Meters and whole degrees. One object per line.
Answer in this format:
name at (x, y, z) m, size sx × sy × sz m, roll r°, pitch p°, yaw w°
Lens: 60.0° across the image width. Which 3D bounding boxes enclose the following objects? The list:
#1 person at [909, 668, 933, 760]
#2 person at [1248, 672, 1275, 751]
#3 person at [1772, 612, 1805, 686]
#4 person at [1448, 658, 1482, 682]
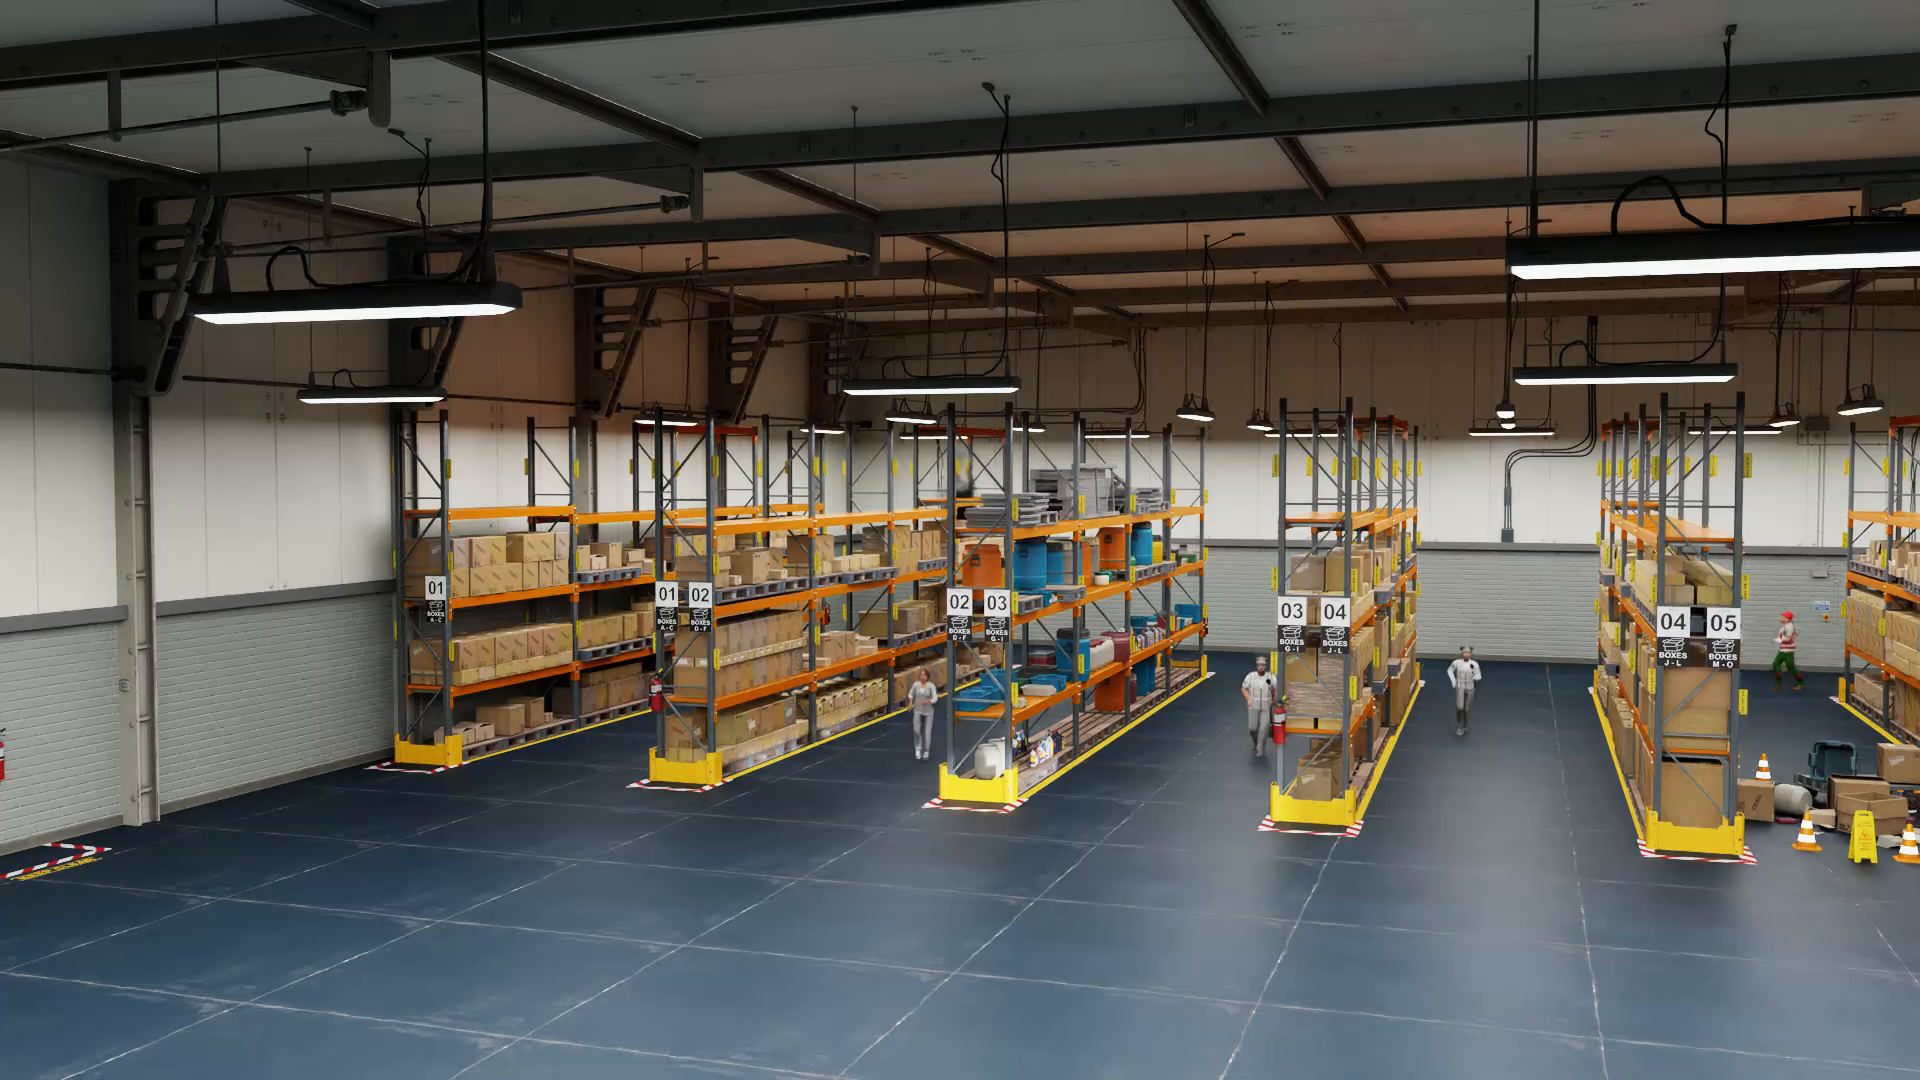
person at (-0.661, 2.979, 28.396) m, size 0.457 × 1.574 × 0.645 m, roll 0°, pitch 2°, yaw 3°
person at (5.244, 2.983, 28.928) m, size 0.455 × 1.384 × 0.501 m, roll 0°, pitch 2°, yaw 9°
person at (18.488, 2.435, 37.051) m, size 0.676 × 1.678 × 0.689 m, roll 1°, pitch 3°, yaw 20°
person at (9.475, 2.476, 31.195) m, size 0.588 × 0.478 × 0.472 m, roll 0°, pitch 2°, yaw 9°
